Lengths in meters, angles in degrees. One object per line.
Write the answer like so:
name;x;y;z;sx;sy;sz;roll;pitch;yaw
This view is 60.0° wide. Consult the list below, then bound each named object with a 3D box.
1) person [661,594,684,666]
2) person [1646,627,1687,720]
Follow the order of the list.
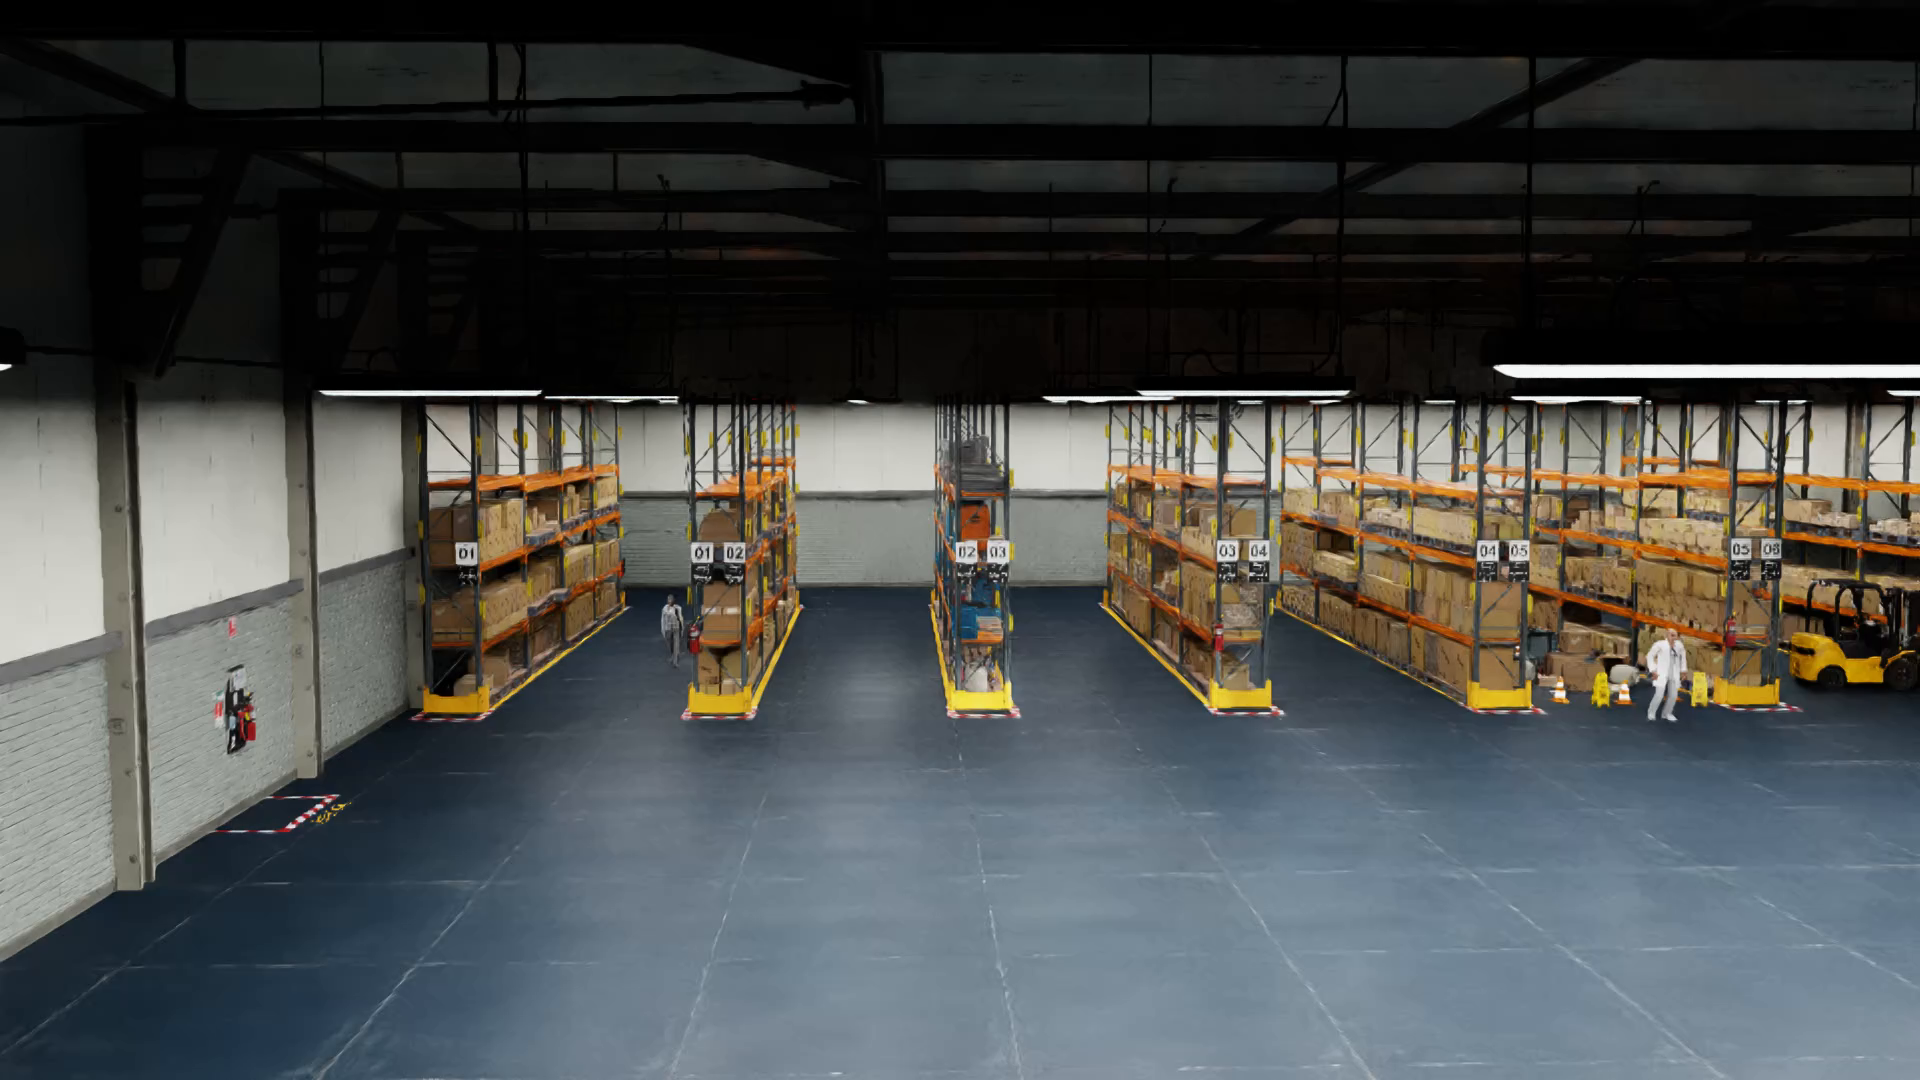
person;-6.372;1.967;36.784;0.495;1.585;1.086;0;5;0
person;12.864;2.436;30.308;0.729;1.733;0.546;0;5;-3
